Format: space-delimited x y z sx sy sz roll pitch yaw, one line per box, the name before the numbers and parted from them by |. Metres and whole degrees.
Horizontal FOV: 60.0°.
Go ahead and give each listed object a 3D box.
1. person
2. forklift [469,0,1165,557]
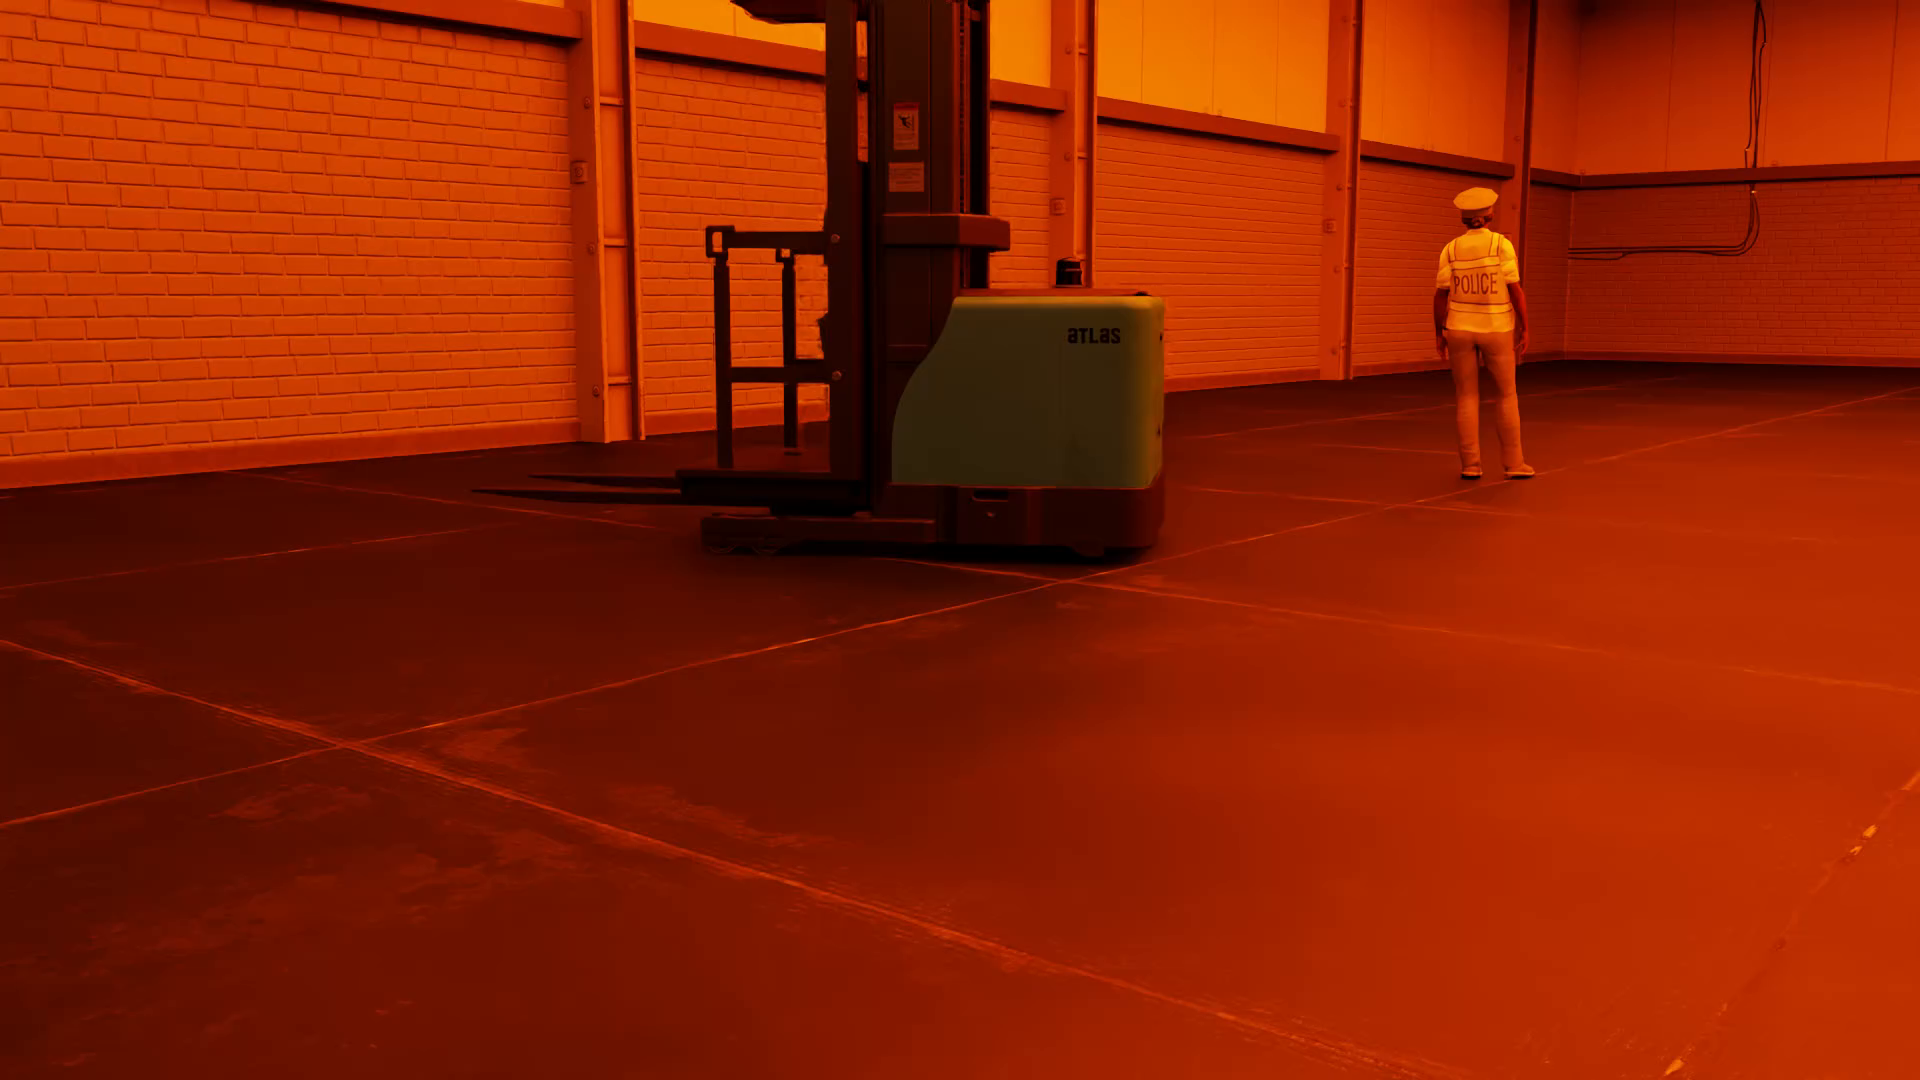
person | 3.100 -1.216 9.821 0.569 1.693 0.530 5 10 30
forklift | -0.635 -1.459 7.256 3.031 2.935 1.130 2 8 10
